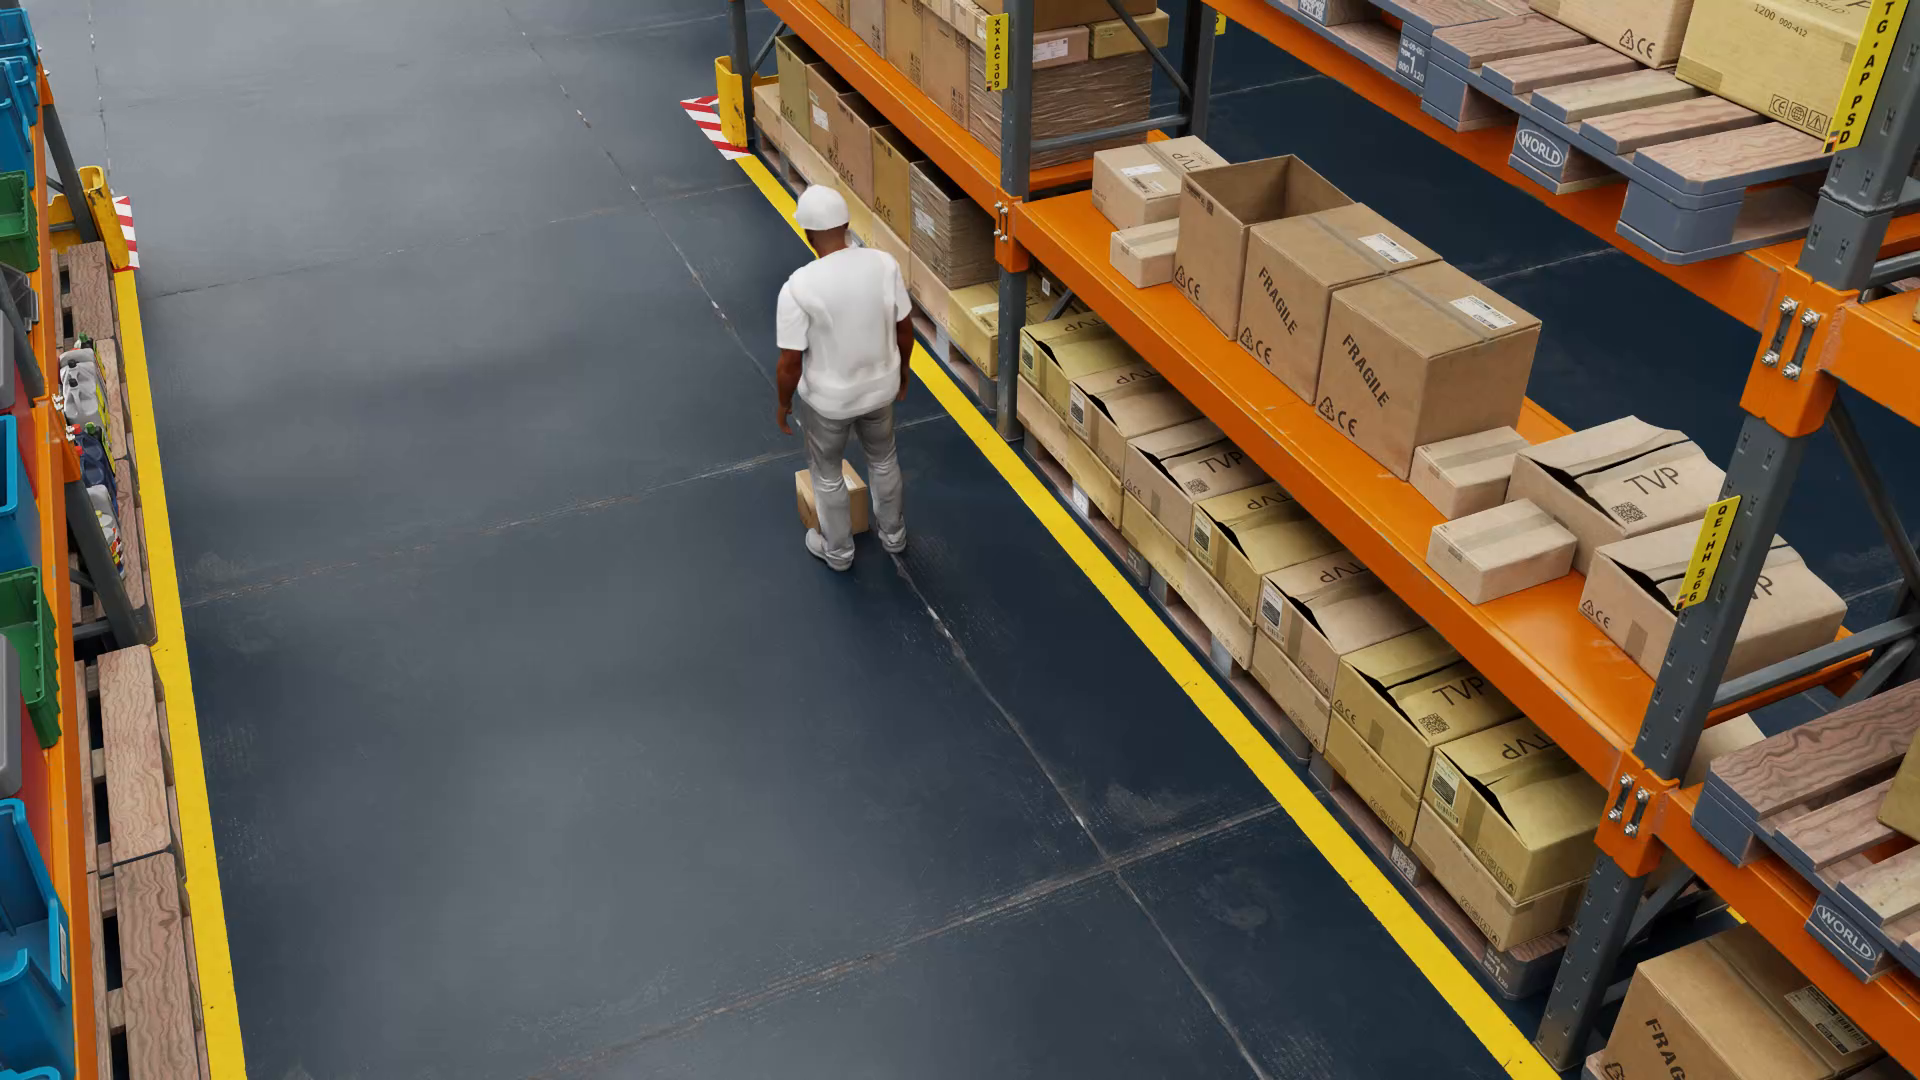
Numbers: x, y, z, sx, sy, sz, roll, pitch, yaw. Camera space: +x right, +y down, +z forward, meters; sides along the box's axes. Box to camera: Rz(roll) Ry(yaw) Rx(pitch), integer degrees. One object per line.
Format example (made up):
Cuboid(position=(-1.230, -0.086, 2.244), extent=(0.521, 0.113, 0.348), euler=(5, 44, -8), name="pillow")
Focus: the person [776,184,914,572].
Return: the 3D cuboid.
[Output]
Cuboid(position=(-0.487, -0.655, 7.003), extent=(0.632, 1.759, 0.462), euler=(-18, 41, -22), name="person")
